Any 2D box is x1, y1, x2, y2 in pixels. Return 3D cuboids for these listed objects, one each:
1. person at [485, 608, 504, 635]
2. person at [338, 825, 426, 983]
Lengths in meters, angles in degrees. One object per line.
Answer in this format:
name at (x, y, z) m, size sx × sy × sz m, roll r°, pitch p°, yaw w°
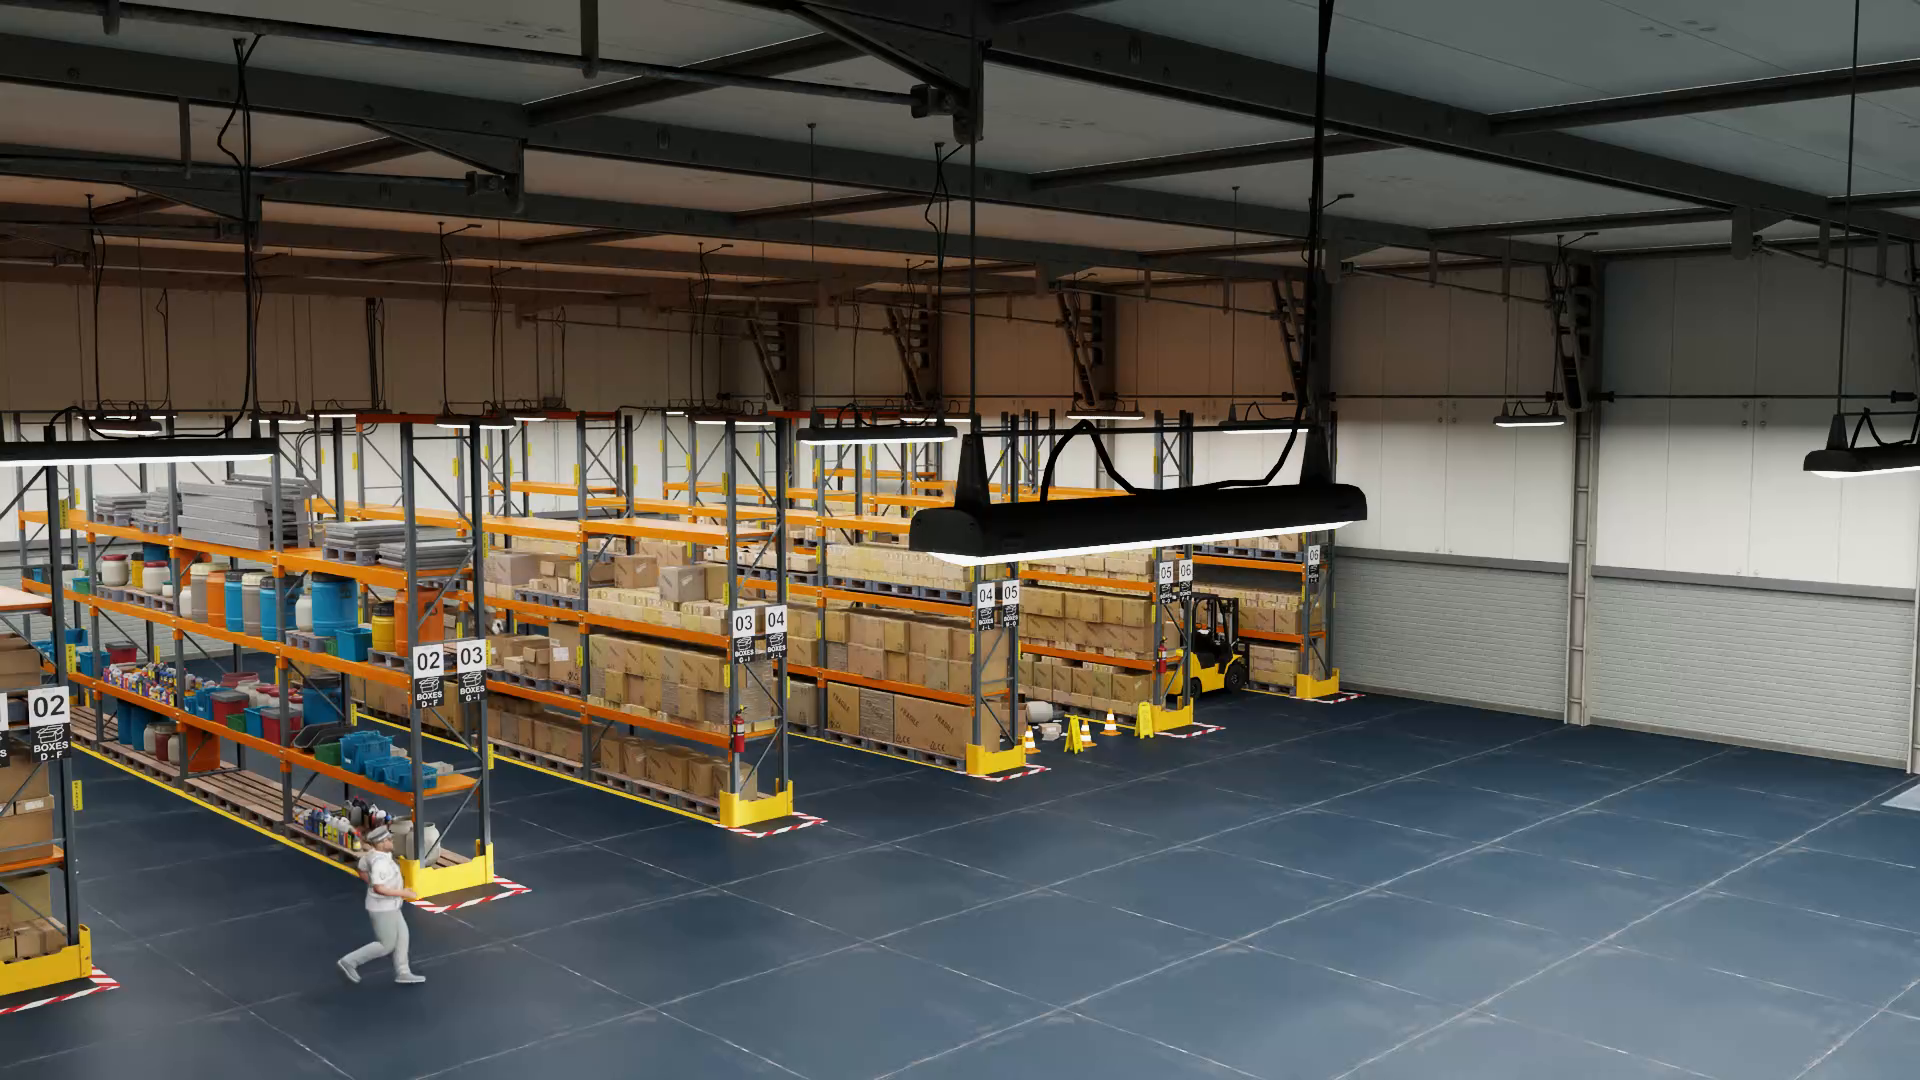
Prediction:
person at (-10.369, 2.324, 36.793) m, size 0.598 × 1.692 × 0.631 m, roll -4°, pitch 7°, yaw -41°
person at (-6.187, 3.921, 17.745) m, size 0.894 × 1.772 × 0.669 m, roll -2°, pitch 5°, yaw -22°
